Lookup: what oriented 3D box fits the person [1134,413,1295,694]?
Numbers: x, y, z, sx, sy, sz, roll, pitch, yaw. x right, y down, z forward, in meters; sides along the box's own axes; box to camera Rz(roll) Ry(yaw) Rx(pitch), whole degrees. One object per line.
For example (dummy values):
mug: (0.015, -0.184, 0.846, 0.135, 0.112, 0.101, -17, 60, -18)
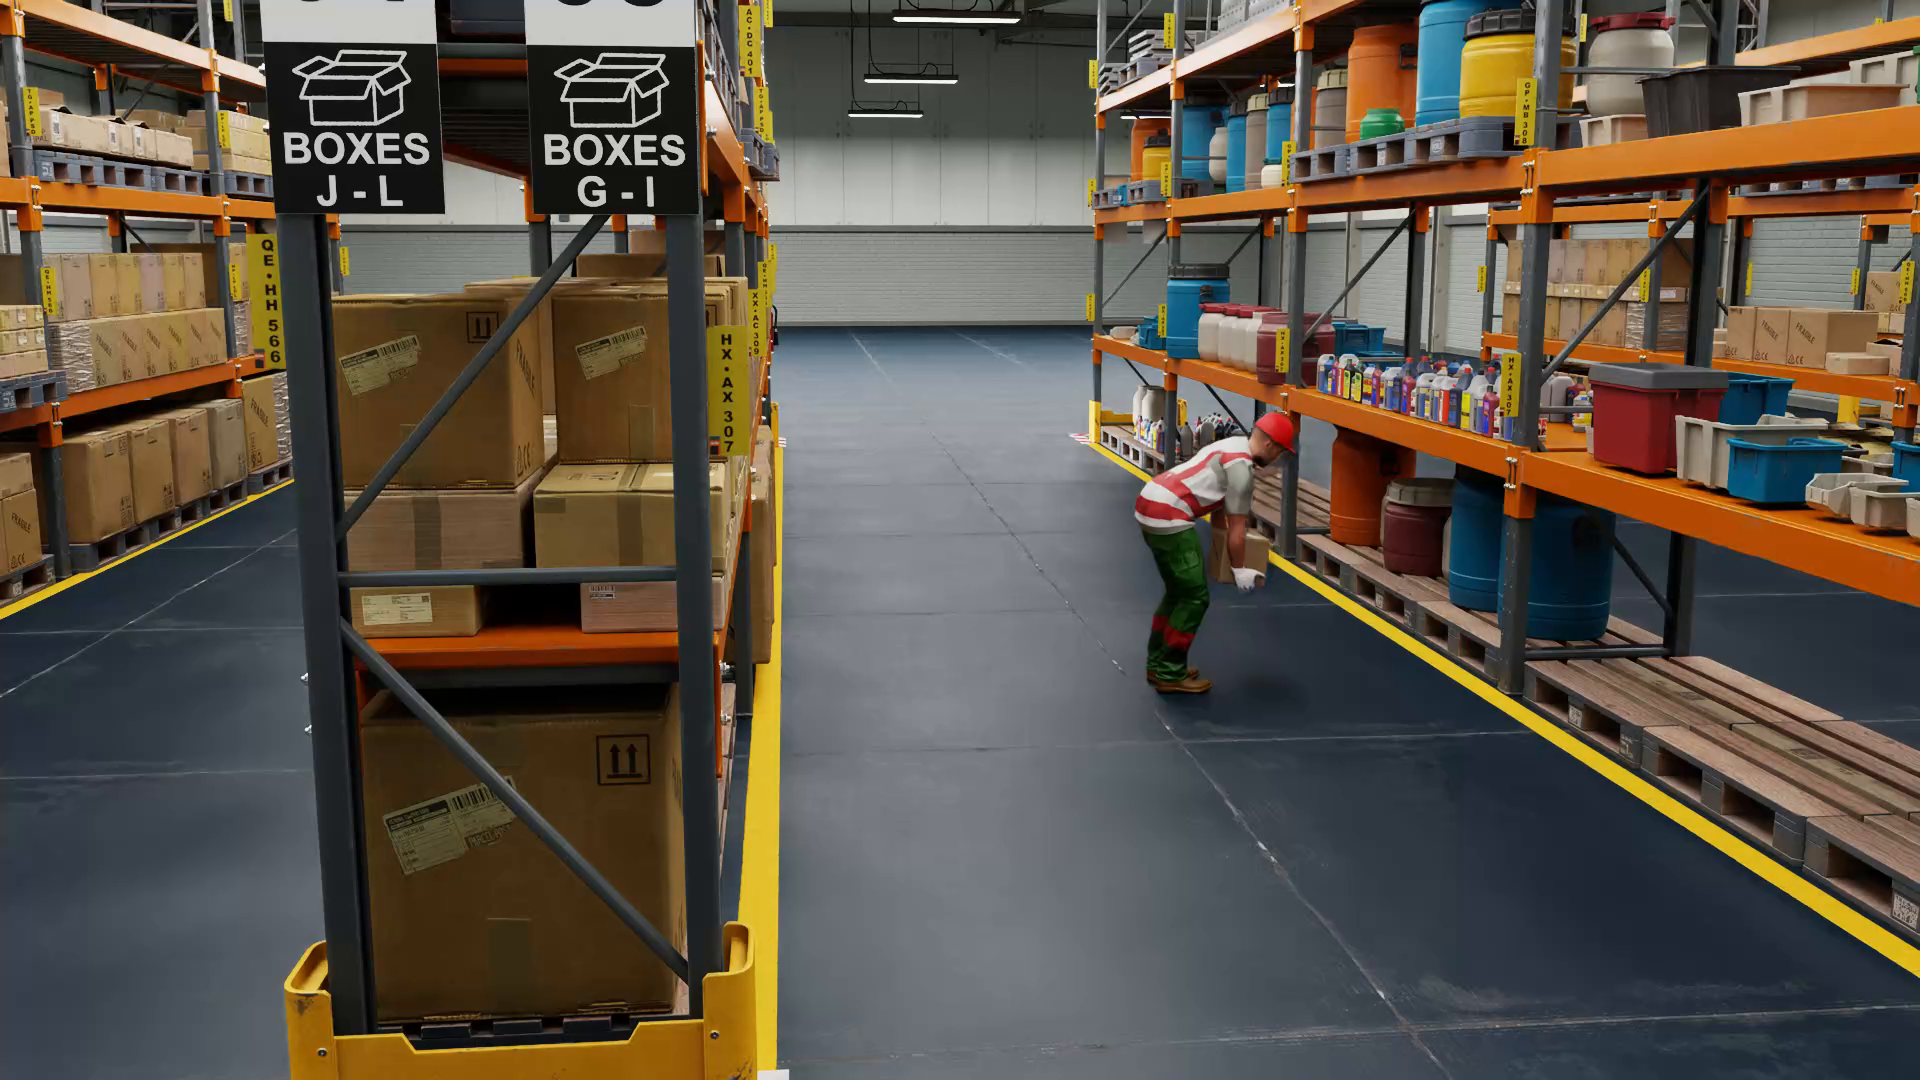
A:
person: (1.367, 0.058, 8.909, 0.858, 1.472, 0.484, -1, 10, -7)
